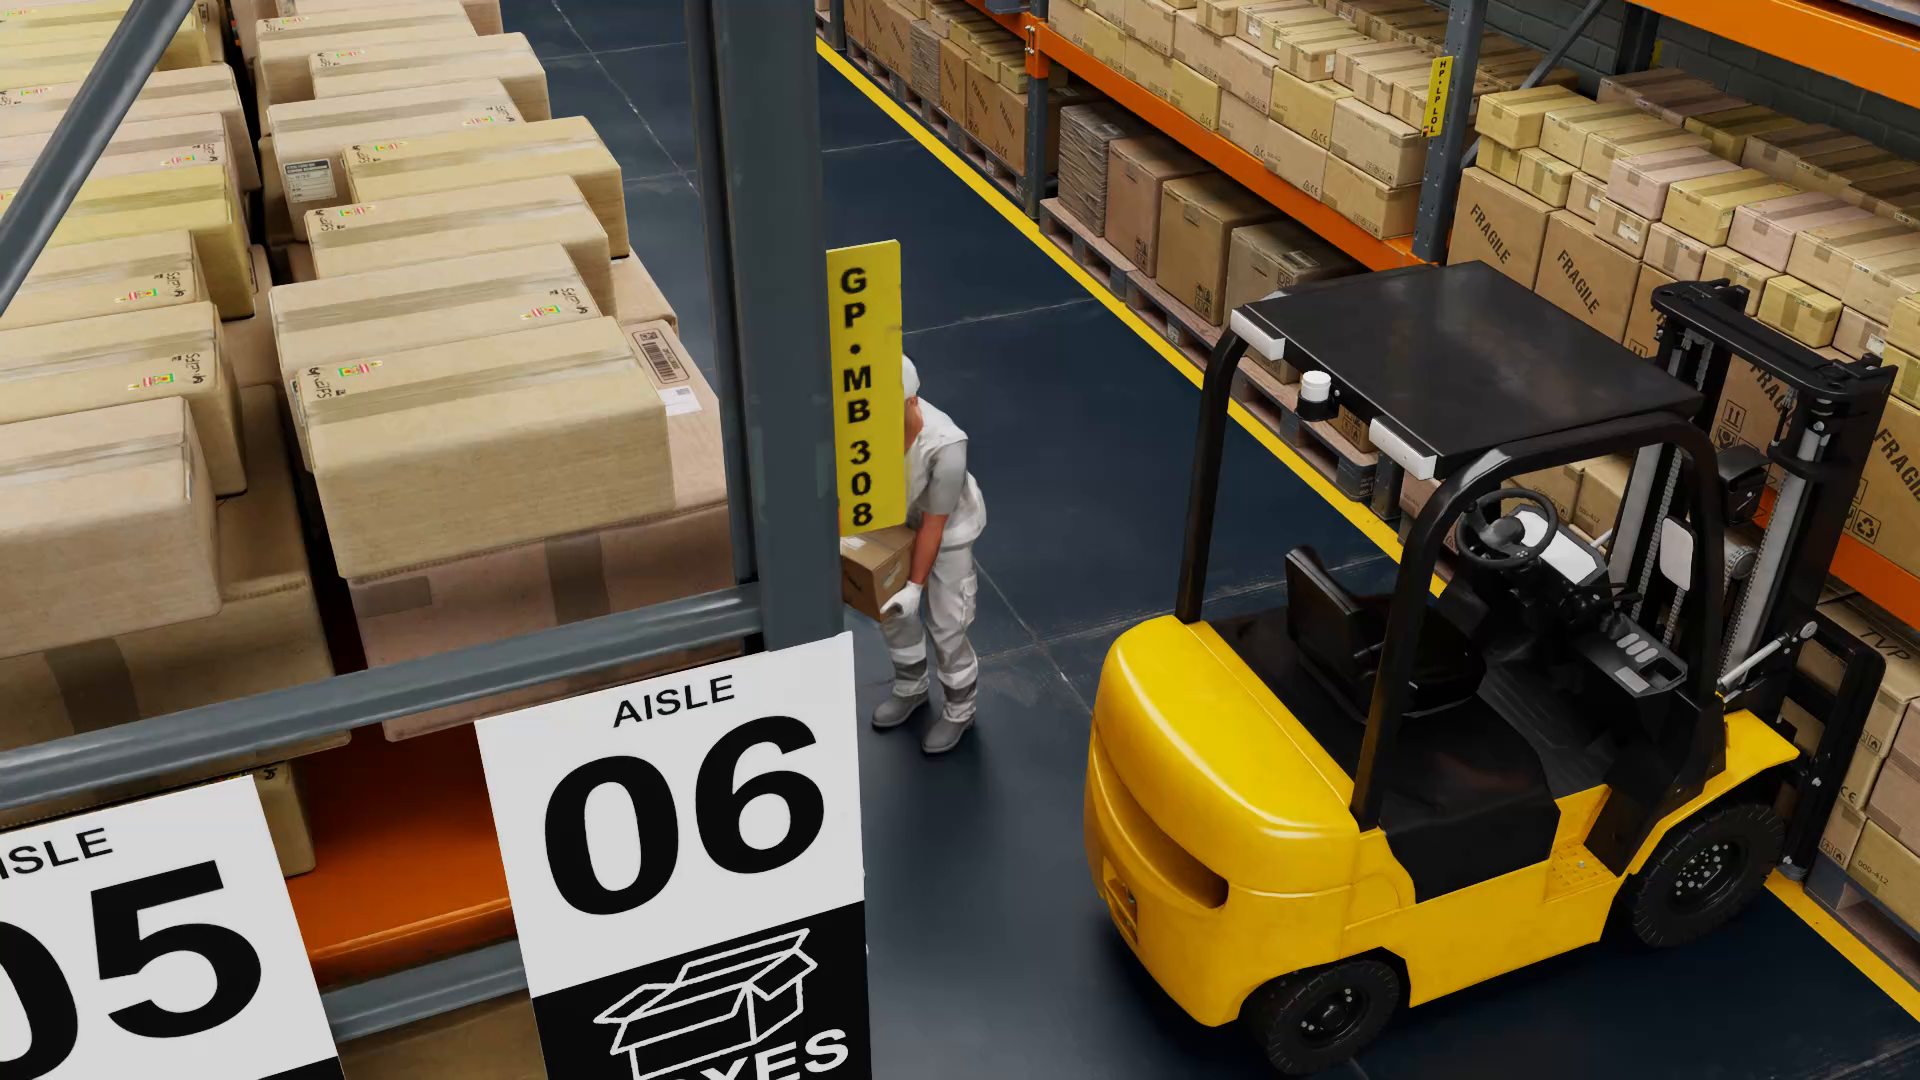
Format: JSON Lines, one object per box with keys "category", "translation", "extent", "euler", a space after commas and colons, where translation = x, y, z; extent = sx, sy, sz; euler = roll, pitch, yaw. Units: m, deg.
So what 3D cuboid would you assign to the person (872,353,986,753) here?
{"category": "person", "translation": [-0.178, 0.047, 6.101], "extent": [0.490, 1.726, 0.609], "euler": [23, 39, 30]}
